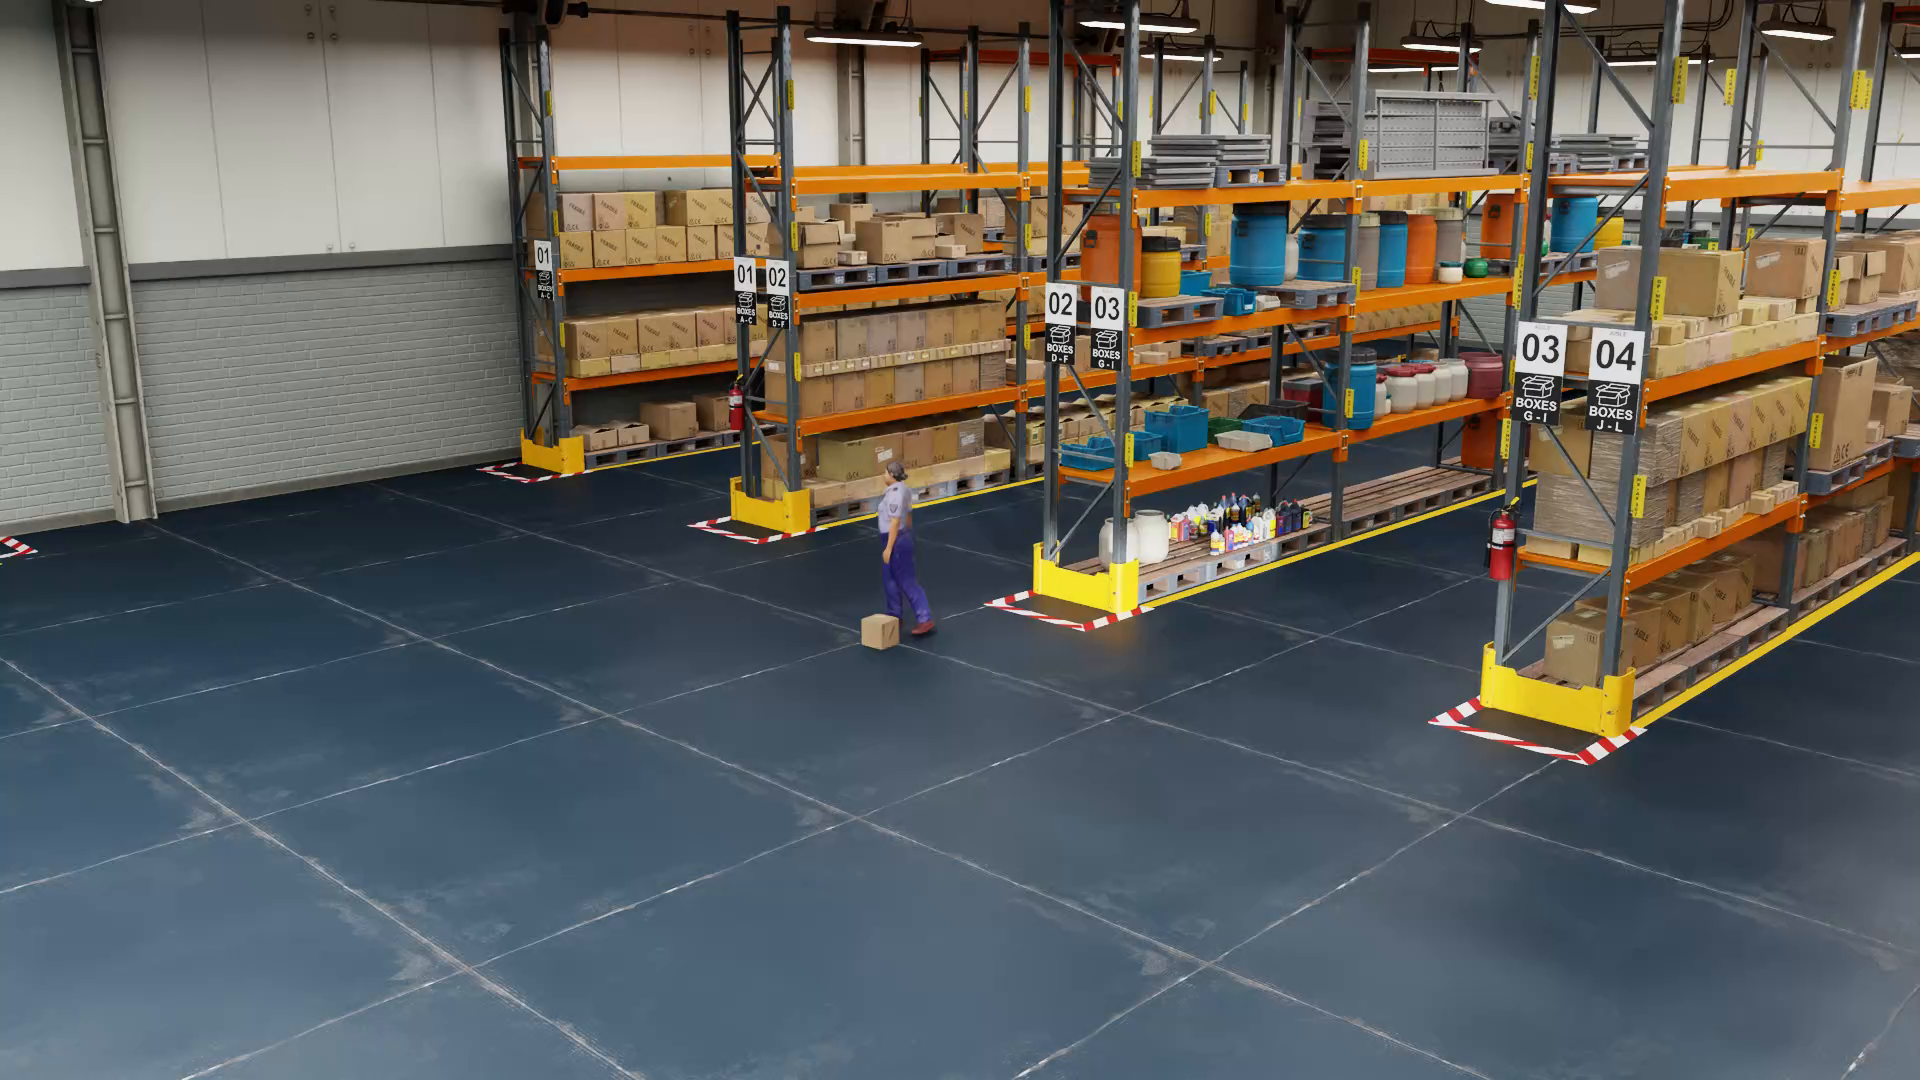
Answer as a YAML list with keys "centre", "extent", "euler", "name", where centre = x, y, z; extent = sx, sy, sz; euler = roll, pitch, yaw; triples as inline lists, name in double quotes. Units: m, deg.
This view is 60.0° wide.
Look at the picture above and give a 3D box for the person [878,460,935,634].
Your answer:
- centre: [-0.534, 0.059, 15.810]
  extent: [0.598, 1.636, 0.554]
  euler: [2, 14, 6]
  name: "person"
